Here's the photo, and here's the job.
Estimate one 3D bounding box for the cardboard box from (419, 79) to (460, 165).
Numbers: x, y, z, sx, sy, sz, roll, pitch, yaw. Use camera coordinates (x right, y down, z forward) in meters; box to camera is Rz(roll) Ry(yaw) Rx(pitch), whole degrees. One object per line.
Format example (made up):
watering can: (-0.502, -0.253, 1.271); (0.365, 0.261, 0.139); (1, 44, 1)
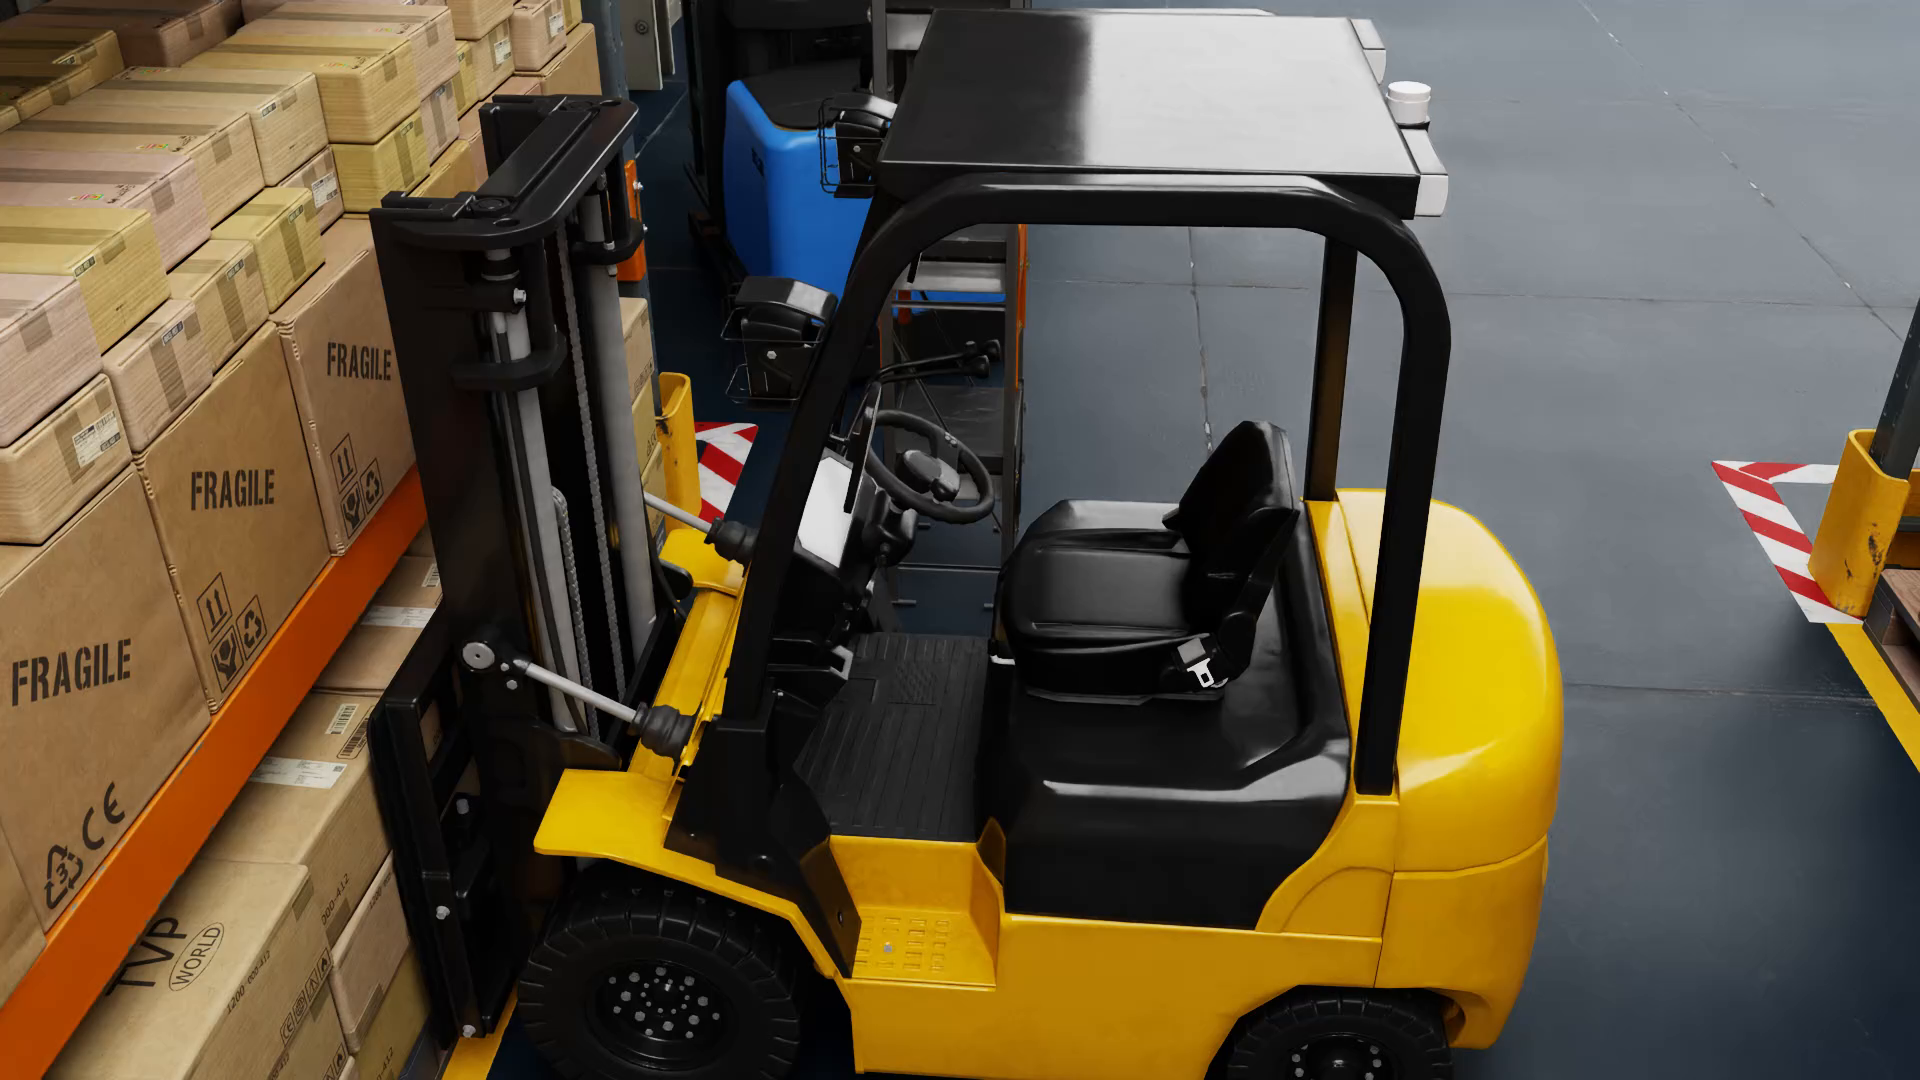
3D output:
cardboard box: (-1.344, -0.934, 3.692); (0.380, 0.149, 0.250); (1, 32, 2)

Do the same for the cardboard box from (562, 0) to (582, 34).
cardboard box: (-1.265, -1.472, 4.566); (0.380, 0.149, 0.250); (3, 32, 5)

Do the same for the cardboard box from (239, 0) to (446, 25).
cardboard box: (-1.413, -1.201, 3.842); (0.380, 0.149, 0.250); (3, 32, 4)

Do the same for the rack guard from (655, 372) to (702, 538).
rack guard: (-1.514, -0.295, 5.753); (1.175, 0.500, 0.348); (2, 32, 4)

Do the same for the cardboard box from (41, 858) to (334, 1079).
cardboard box: (-1.438, 0.804, 2.853); (0.500, 0.250, 0.500); (3, 32, 4)

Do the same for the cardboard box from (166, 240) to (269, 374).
cardboard box: (-1.420, -0.397, 2.822); (0.380, 0.149, 0.250); (1, 32, 2)

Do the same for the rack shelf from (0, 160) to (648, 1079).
rack shelf: (-1.679, 0.005, 3.568); (1.077, 0.370, 4.000); (2, 32, 4)

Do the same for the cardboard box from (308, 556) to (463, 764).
cardboard box: (-1.358, 0.270, 3.721); (0.500, 0.250, 0.500); (2, 32, 3)

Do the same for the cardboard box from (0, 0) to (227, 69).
cardboard box: (-1.850, -1.084, 3.653); (0.380, 0.149, 0.250); (3, 32, 6)

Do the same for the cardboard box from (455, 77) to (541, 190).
cardboard box: (-1.346, -0.850, 4.175); (0.500, 0.500, 0.500); (3, 32, 6)

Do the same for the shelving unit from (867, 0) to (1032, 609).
shelving unit: (-0.013, -0.807, 5.059); (0.431, 2.100, 0.503); (2, 32, 4)

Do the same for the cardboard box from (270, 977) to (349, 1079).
cardboard box: (-1.455, 1.021, 2.979); (0.500, 0.250, 0.500); (2, 32, 4)

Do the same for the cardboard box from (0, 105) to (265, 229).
cardboard box: (-1.491, -0.663, 2.969); (0.380, 0.149, 0.250); (3, 32, 4)

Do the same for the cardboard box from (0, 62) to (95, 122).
cardboard box: (-1.910, -0.818, 3.221); (0.380, 0.149, 0.250); (3, 32, 4)

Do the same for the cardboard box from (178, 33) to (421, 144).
cardboard box: (-1.339, -0.924, 3.393); (0.380, 0.149, 0.250); (3, 32, 5)

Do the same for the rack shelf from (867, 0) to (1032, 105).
rack shelf: (-0.014, -1.392, 4.699); (0.431, 0.518, 0.480); (2, 32, 4)

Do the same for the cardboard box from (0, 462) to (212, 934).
cardboard box: (-1.519, 0.208, 2.458); (0.500, 0.500, 0.500); (3, 32, 5)

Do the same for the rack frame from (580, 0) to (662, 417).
rack frame: (-1.516, -1.347, 5.076); (1.000, 3.000, 0.127); (2, 32, 4)

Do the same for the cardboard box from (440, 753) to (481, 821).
cardboard box: (-1.361, 0.494, 3.833); (0.500, 0.250, 0.500); (2, 32, 4)

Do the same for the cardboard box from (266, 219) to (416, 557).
cardboard box: (-1.417, -0.319, 3.313); (0.500, 0.500, 0.500); (3, 32, 4)

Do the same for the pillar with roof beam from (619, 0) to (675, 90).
pillar with roof beam: (2.309, -6.529, 7.767); (9.100, 9.000, 0.400); (2, 32, 4)

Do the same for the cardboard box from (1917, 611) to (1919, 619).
cardboard box: (3.090, 0.265, 4.681); (0.500, 0.250, 0.500); (2, 32, 4)

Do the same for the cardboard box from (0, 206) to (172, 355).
cardboard box: (-1.459, -0.396, 2.536); (0.380, 0.149, 0.250); (2, 32, 3)

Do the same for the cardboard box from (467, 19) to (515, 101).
cardboard box: (-1.338, -1.204, 4.131); (0.380, 0.149, 0.250); (3, 32, 5)

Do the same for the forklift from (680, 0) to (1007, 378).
forklift: (-0.679, -2.627, 7.219); (1.130, 2.935, 3.031); (-10, 33, -15)

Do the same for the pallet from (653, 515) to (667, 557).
pallet: (-1.536, 0.242, 5.156); (1.003, 0.211, 1.213); (2, 32, 4)

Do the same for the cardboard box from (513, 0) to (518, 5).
cardboard box: (-1.324, -1.466, 4.272); (0.380, 0.149, 0.250); (3, 32, 4)

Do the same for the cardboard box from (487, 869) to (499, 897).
cardboard box: (-1.359, 0.698, 3.980); (0.500, 0.250, 0.500); (3, 32, 6)

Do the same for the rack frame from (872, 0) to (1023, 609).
rack frame: (-0.033, -0.680, 4.852); (0.400, 2.100, 0.015); (2, 32, 4)

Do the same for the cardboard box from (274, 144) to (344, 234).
cardboard box: (-1.455, -0.674, 3.271); (0.380, 0.149, 0.250); (2, 32, 4)

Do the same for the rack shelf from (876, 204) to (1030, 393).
rack shelf: (-0.013, -0.796, 5.066); (0.431, 0.518, 0.480); (2, 32, 4)

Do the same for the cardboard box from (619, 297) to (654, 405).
cardboard box: (-1.242, -0.527, 5.013); (0.500, 0.250, 0.500); (3, 32, 6)

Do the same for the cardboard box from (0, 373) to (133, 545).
cardboard box: (-1.446, -0.128, 2.385); (0.380, 0.149, 0.250); (3, 32, 5)

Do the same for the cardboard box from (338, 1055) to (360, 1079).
cardboard box: (-1.446, 1.232, 3.113); (0.500, 0.250, 0.500); (2, 32, 3)
